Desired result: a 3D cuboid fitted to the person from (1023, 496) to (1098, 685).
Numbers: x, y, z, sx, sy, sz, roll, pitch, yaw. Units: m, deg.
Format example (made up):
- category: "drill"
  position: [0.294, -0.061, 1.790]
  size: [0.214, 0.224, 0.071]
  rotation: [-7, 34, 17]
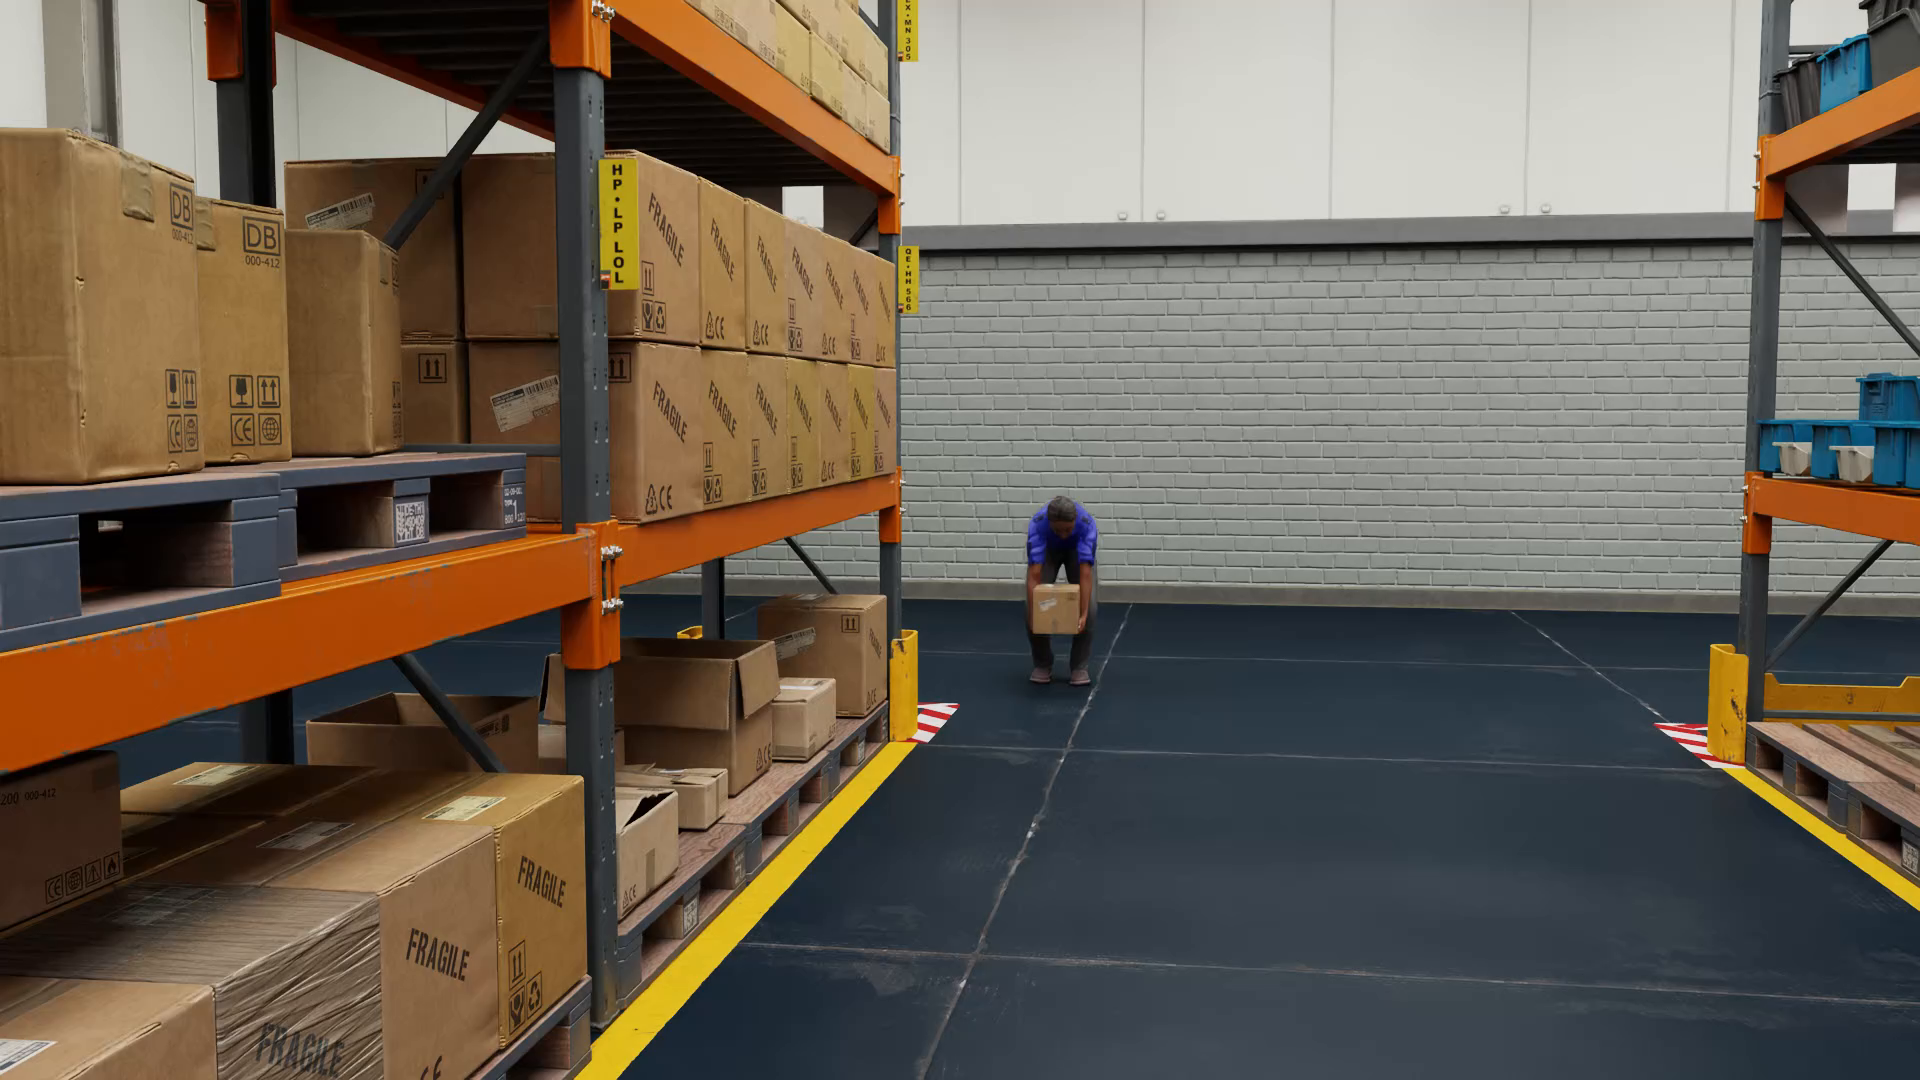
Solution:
- category: "person"
  position: [0.582, 0.292, 9.650]
  size: [0.434, 1.125, 0.846]
  rotation: [0, 5, 6]
